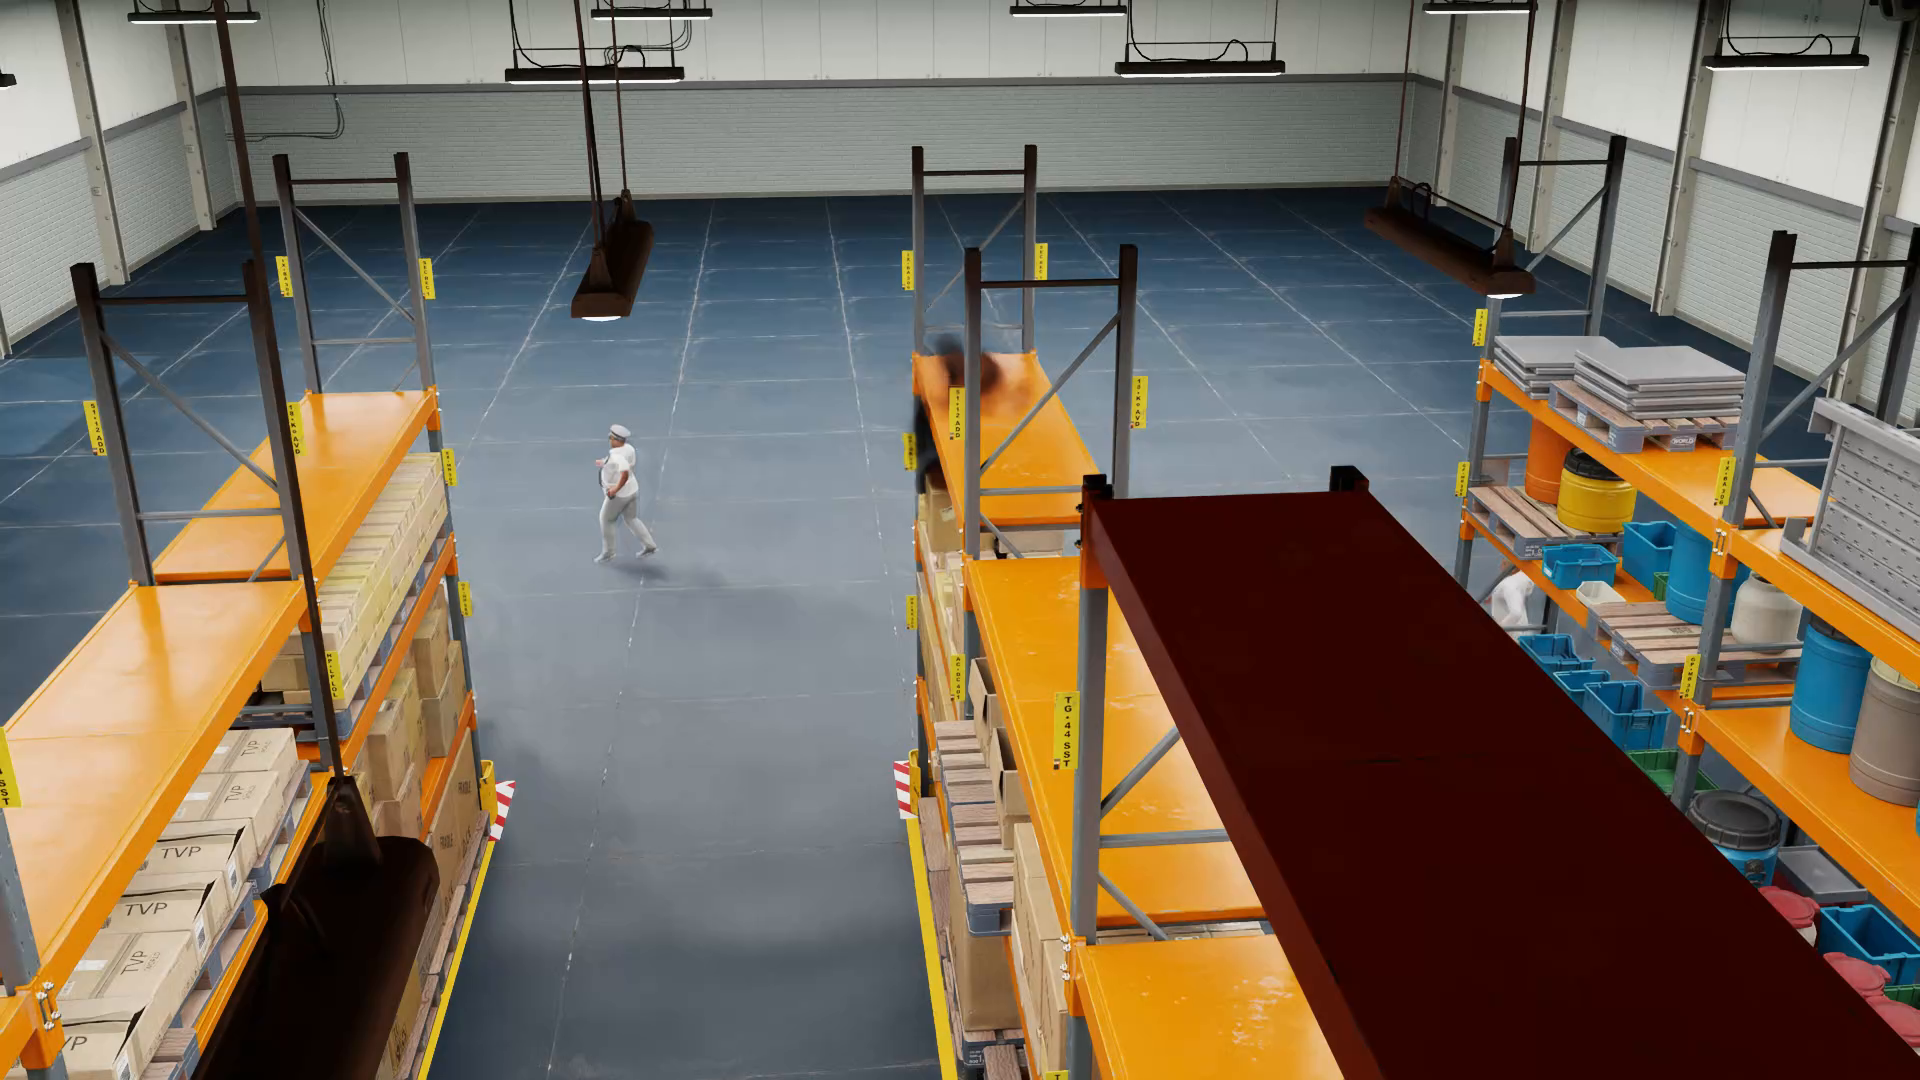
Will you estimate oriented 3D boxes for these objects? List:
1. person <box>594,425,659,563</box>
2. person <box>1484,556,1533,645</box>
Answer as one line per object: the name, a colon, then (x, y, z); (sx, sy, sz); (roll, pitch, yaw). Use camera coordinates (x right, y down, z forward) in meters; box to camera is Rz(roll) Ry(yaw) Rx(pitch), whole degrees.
person: (-4.190, -0.546, 20.595); (0.834, 1.812, 0.651); (8, 23, 18)
person: (5.526, 0.893, 16.953); (1.033, 1.731, 0.747); (20, 29, 41)
